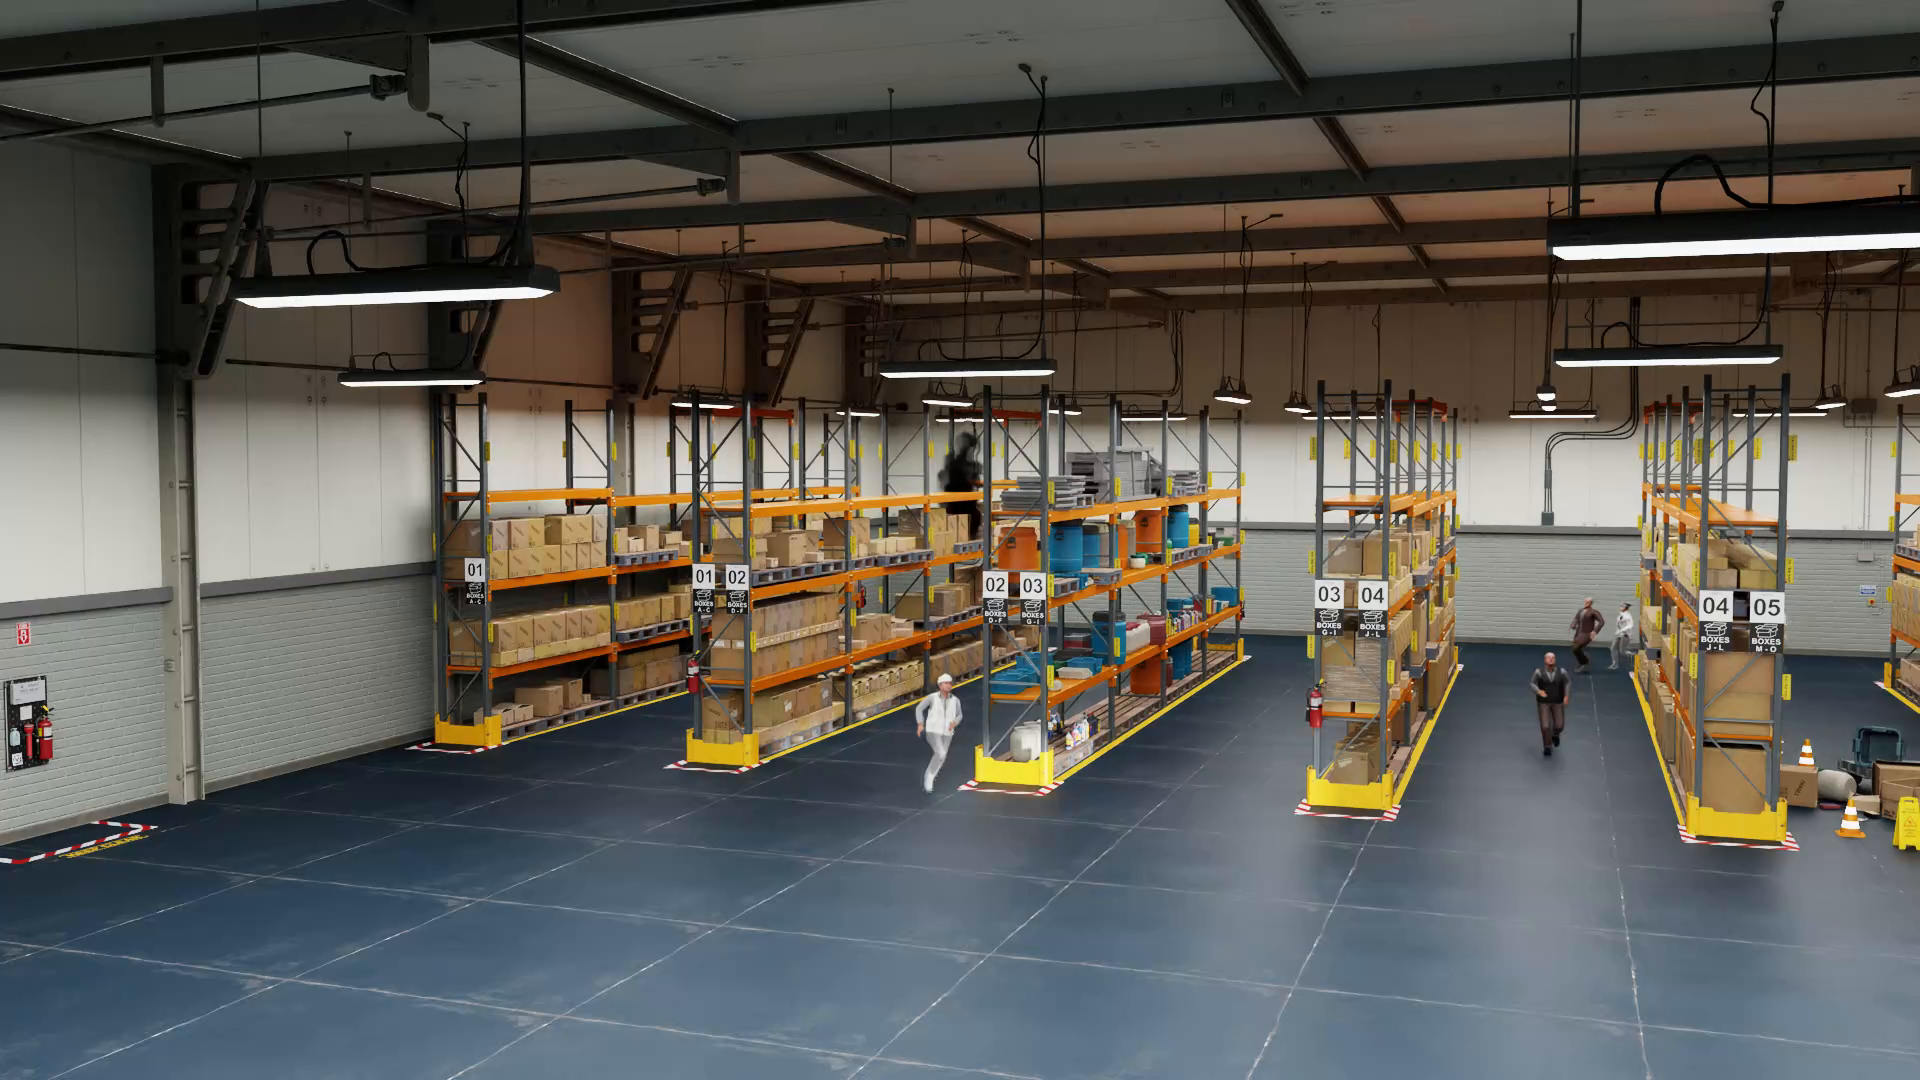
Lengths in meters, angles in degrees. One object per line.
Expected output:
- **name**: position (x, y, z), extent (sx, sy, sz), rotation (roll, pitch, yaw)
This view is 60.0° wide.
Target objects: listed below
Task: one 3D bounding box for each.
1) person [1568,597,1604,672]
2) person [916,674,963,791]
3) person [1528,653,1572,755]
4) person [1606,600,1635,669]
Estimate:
- **person**: position (14.053, 2.146, 37.436), extent (0.607, 1.721, 0.790), rotation (-1, 3, -20)
- **person**: position (-0.259, 2.831, 24.402), extent (0.652, 1.706, 0.638), rotation (-1, 3, -23)
- **person**: position (9.750, 2.701, 27.451), extent (0.698, 1.687, 0.591), rotation (1, 3, 12)
- **person**: position (15.230, 2.193, 37.995), extent (0.711, 1.643, 0.697), rotation (0, 3, 4)
